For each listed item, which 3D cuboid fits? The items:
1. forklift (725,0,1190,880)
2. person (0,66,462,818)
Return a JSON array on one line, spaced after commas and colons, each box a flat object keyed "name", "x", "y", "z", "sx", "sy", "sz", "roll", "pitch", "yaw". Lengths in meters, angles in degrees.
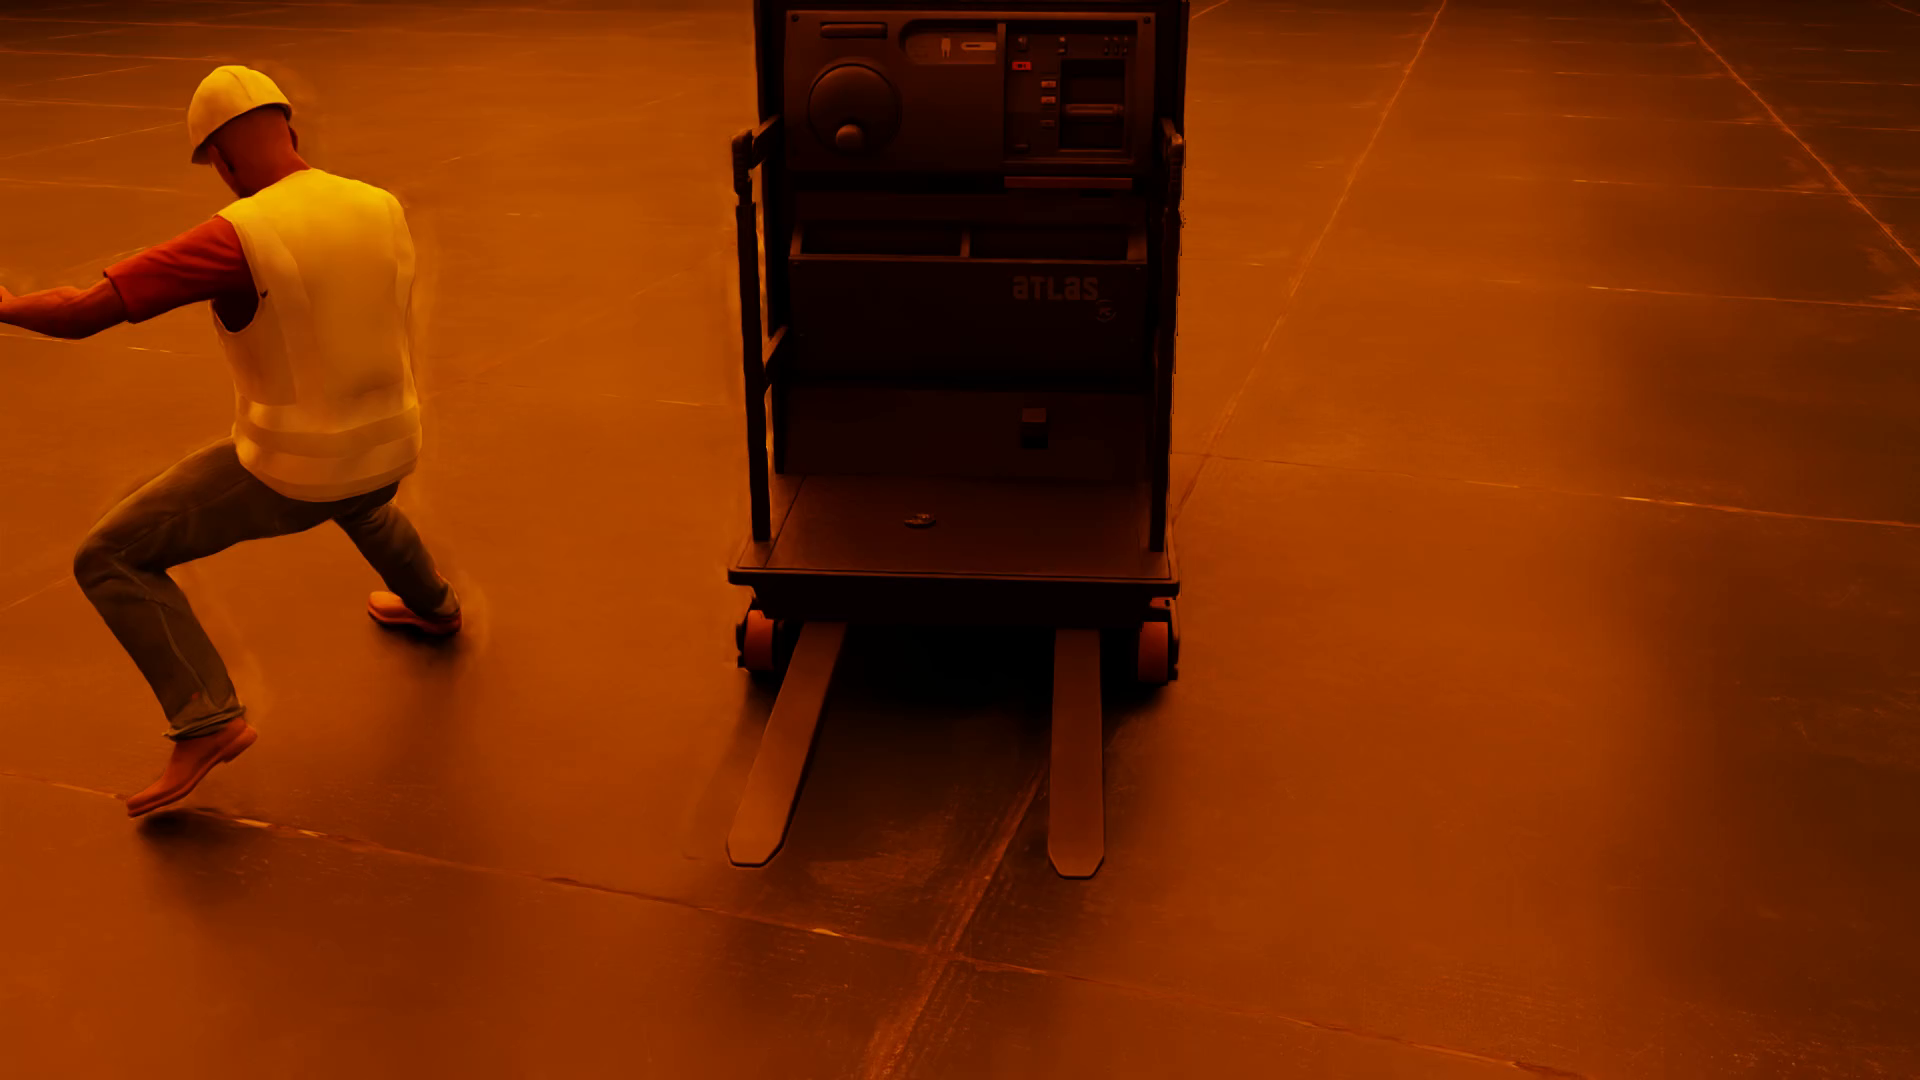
[{"name": "forklift", "x": 0.010, "y": -1.116, "z": 3.984, "sx": 1.130, "sy": 2.935, "sz": 3.031, "roll": 1, "pitch": 22, "yaw": 4}, {"name": "person", "x": -1.593, "y": -0.290, "z": 3.798, "sx": 0.720, "sy": 1.539, "sz": 1.129, "roll": 12, "pitch": 25, "yaw": 26}]
